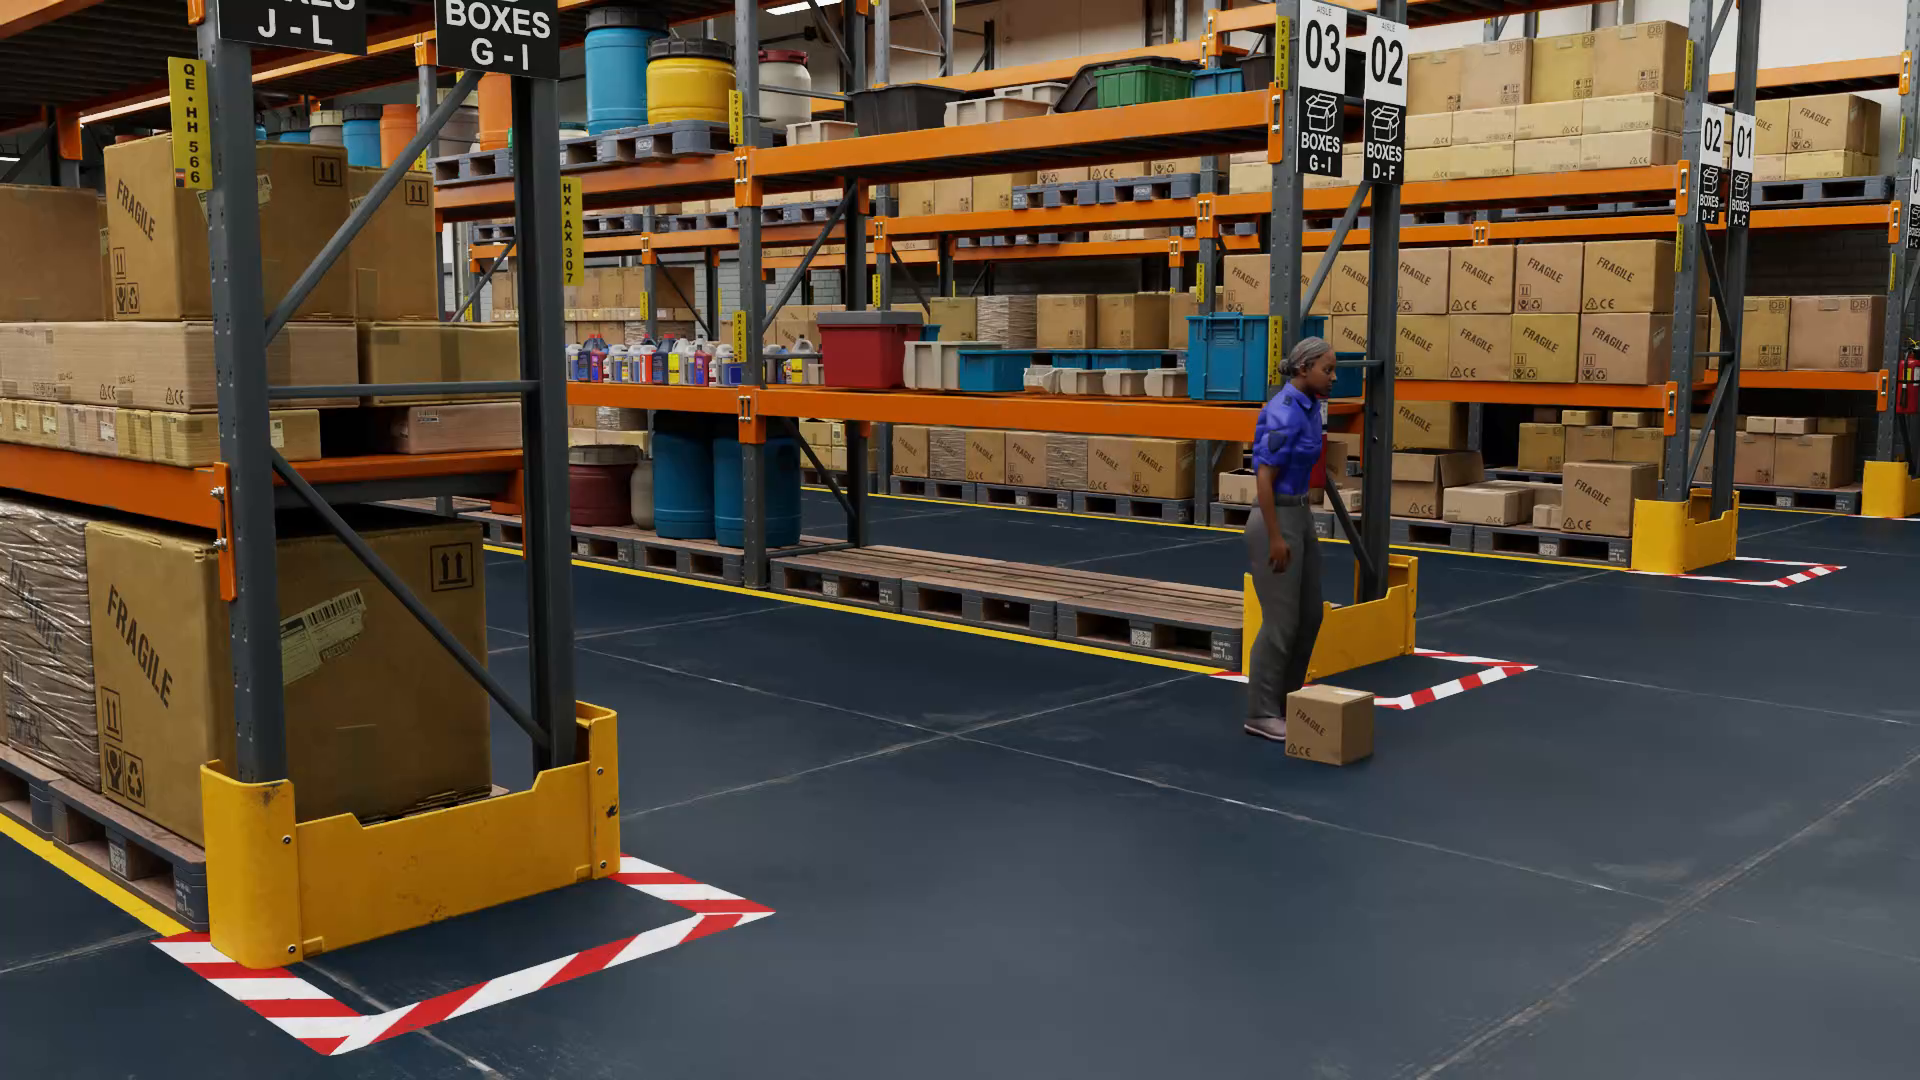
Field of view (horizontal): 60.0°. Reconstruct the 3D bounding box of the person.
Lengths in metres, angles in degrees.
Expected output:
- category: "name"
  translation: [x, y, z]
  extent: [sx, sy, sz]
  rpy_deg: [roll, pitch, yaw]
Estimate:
- category: "person"
  translation: [1.380, -0.021, 6.953]
  extent: [0.348, 1.653, 0.519]
  rpy_deg: [4, 8, 30]
